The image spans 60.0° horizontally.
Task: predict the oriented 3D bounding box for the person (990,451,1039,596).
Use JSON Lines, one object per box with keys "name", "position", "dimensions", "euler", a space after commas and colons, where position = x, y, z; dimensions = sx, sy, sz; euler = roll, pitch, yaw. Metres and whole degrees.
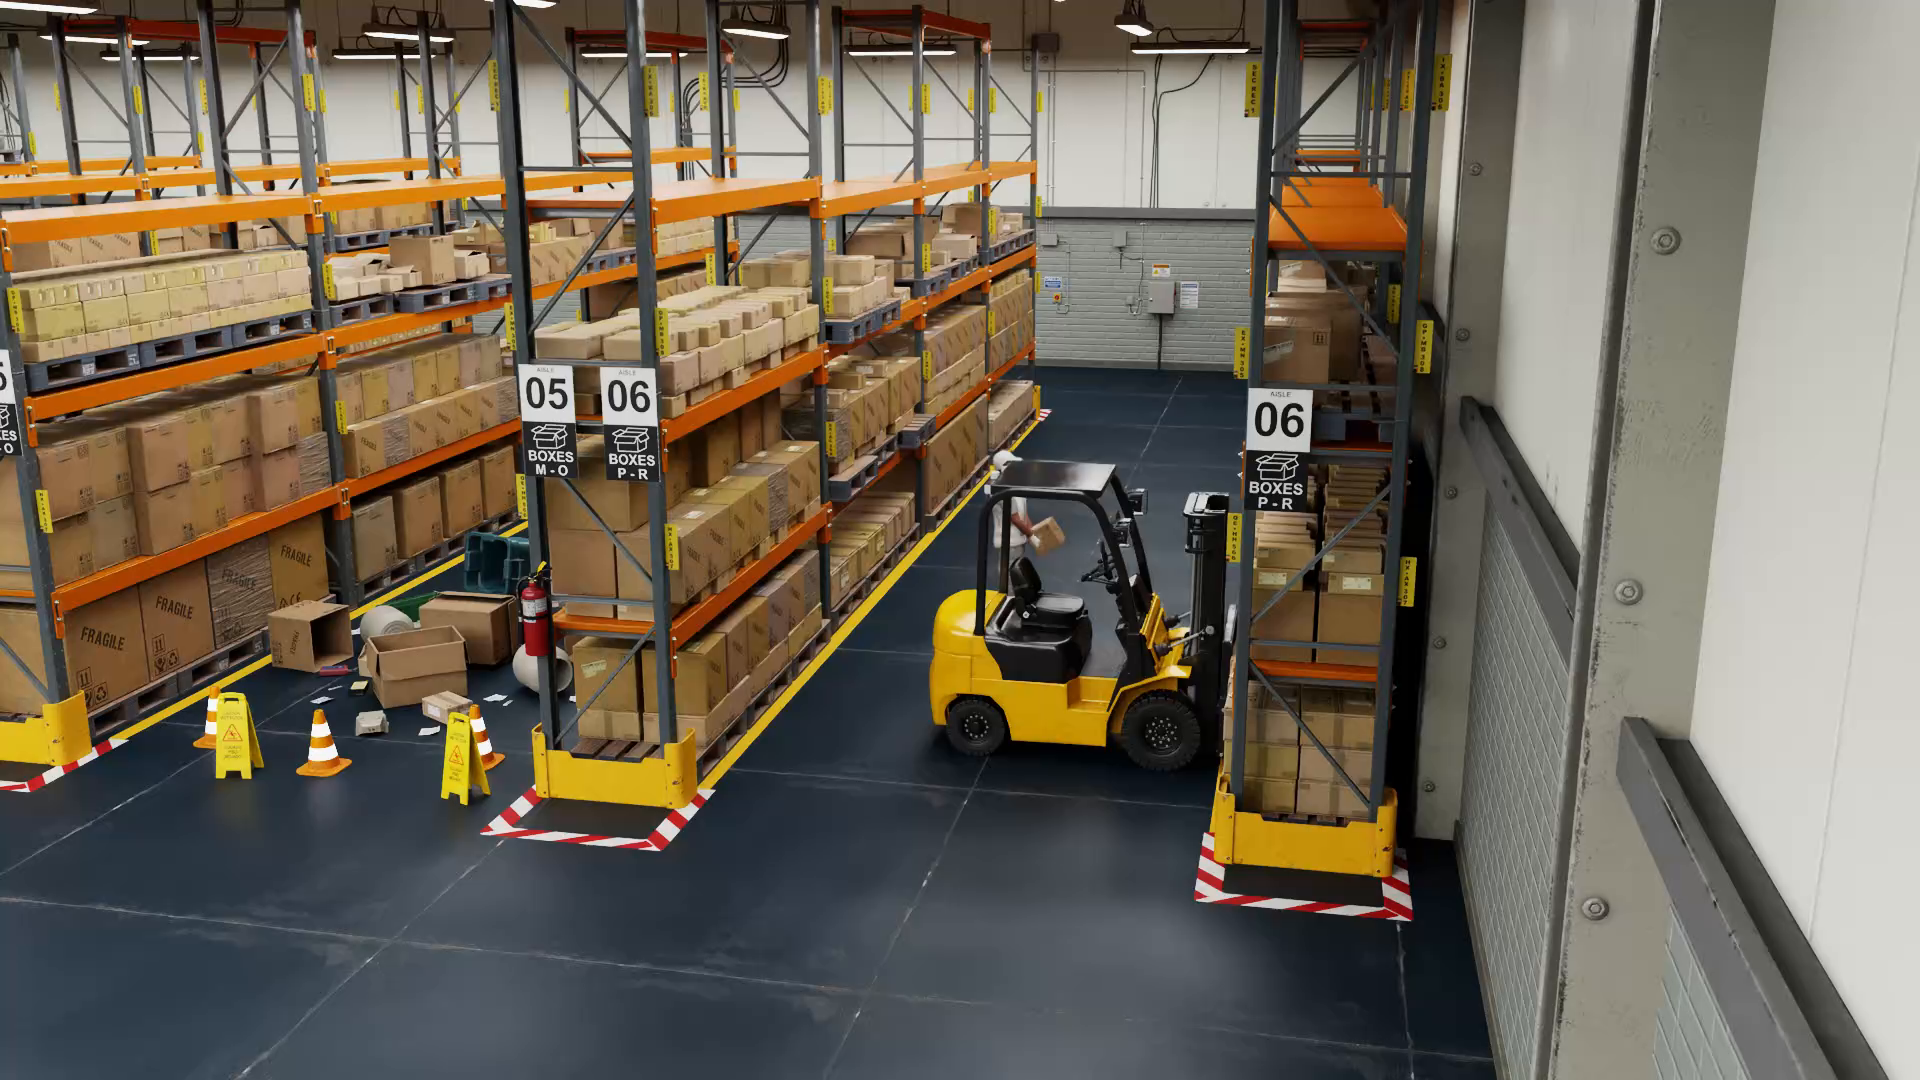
{"name": "person", "position": [0.561, 0.036, 15.824], "dimensions": [0.558, 1.788, 0.532], "euler": [1, 15, 3]}
